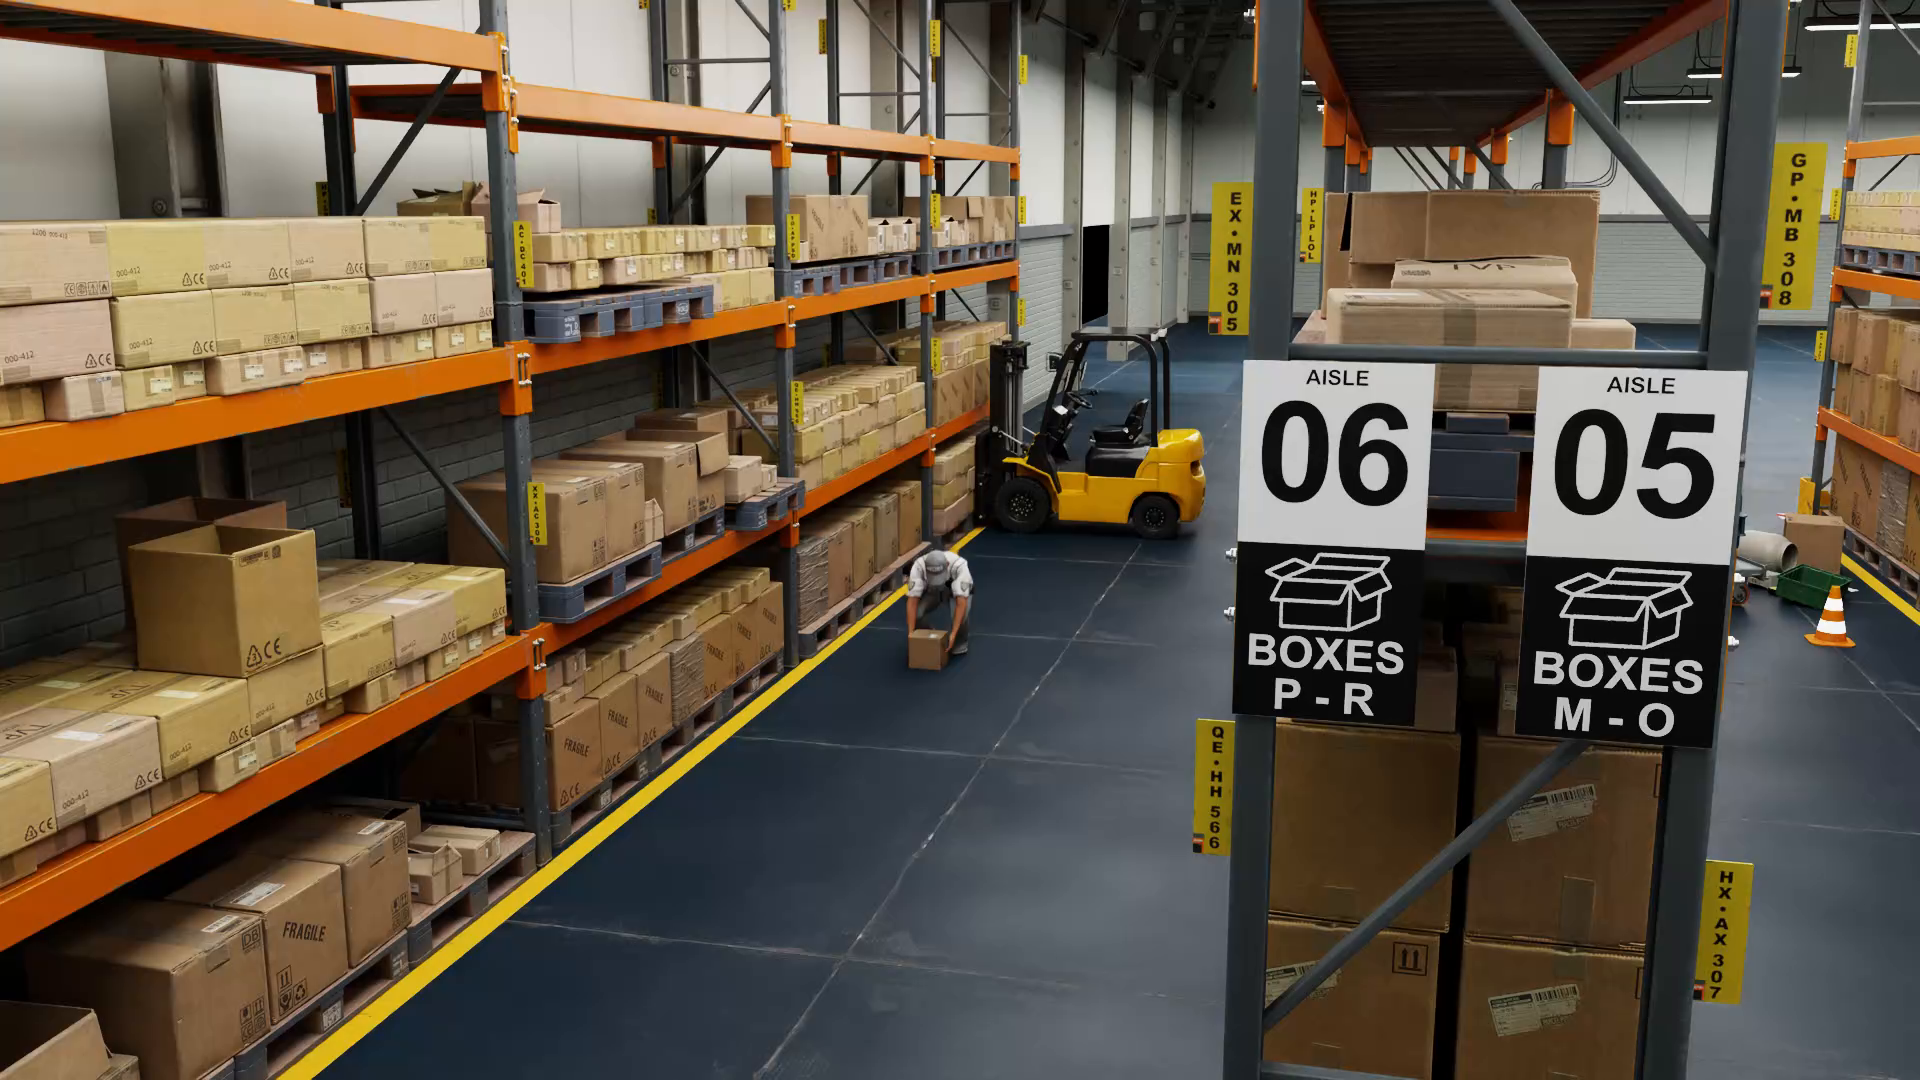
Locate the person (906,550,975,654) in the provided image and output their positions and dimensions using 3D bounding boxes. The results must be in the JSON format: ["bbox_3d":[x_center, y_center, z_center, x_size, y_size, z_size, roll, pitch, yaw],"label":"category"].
[{"bbox_3d":[-0.148,0.460,13.106,0.524,0.908,0.858,3,12,13],"label":"person"}]
